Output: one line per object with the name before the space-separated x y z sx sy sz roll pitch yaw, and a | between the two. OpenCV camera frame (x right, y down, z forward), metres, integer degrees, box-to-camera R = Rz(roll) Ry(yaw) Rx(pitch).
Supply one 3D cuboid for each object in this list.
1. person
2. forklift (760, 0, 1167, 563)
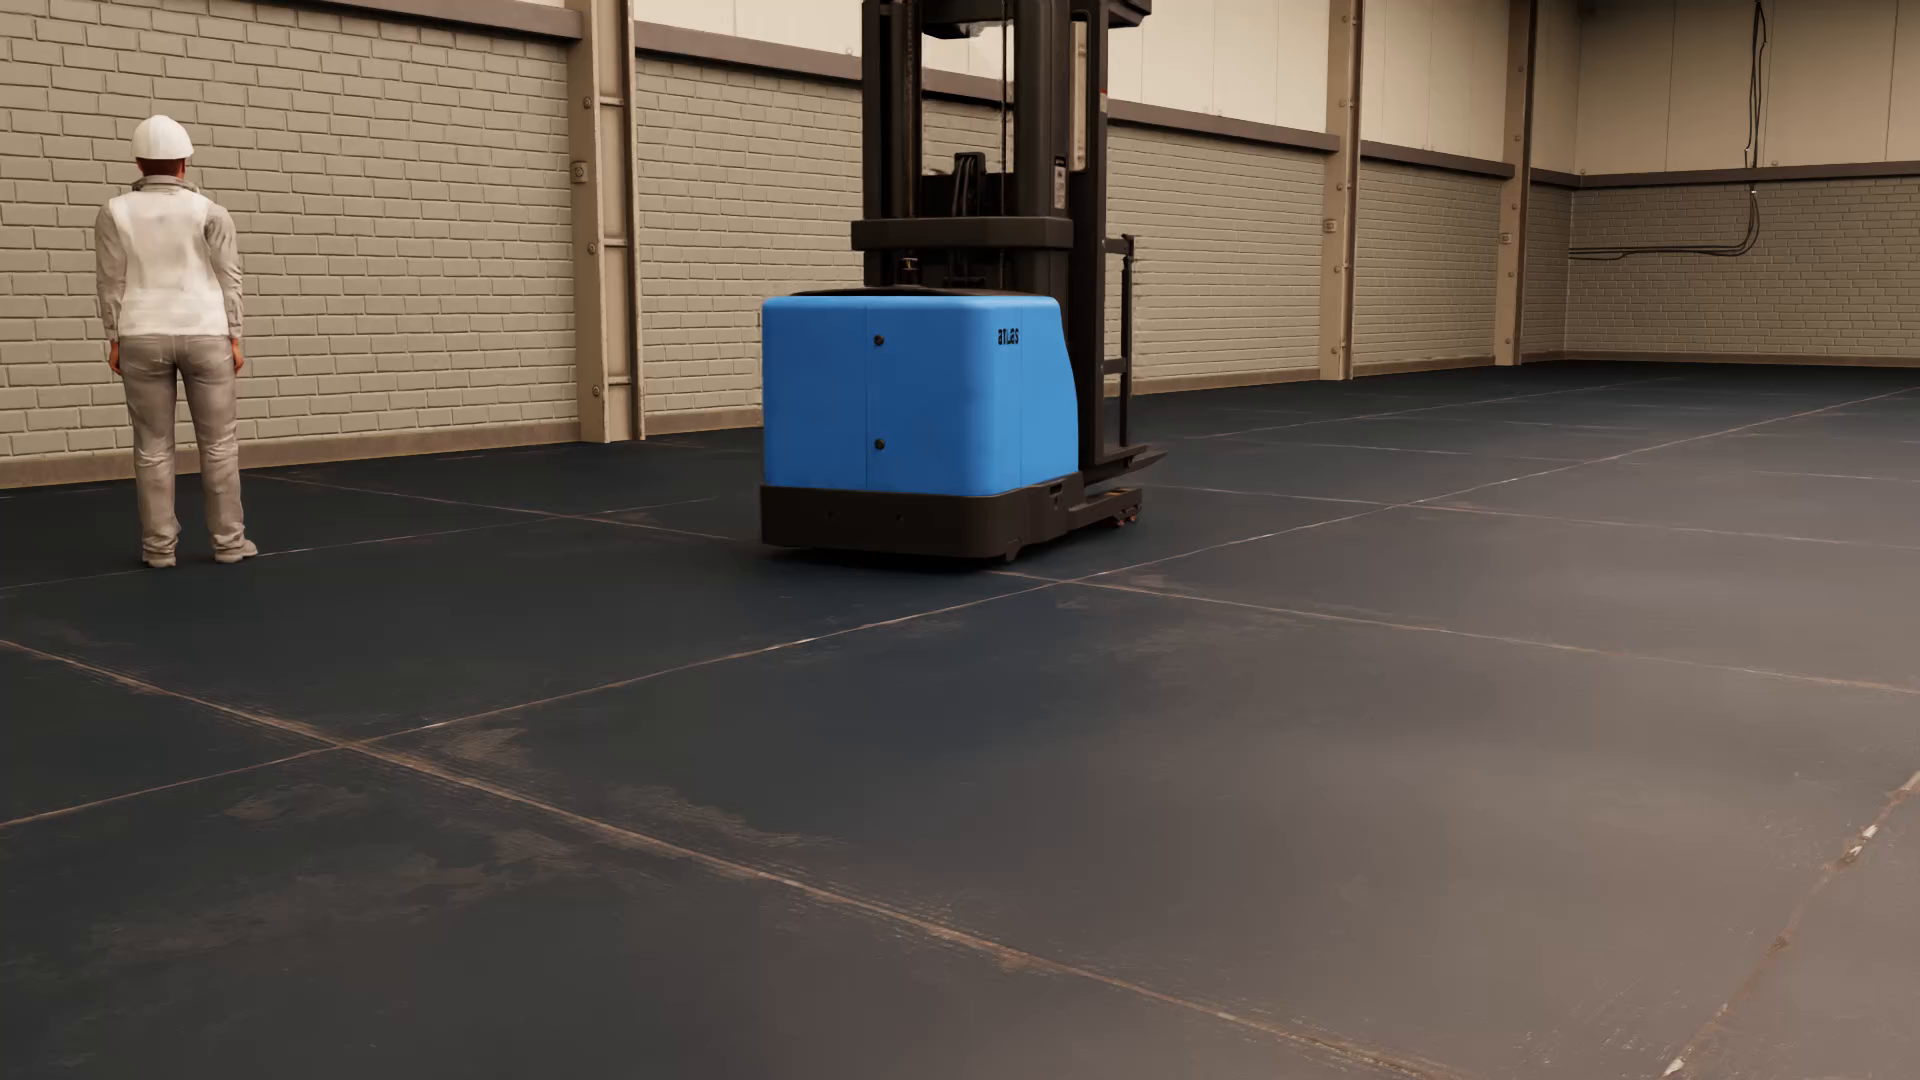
person | -3.147 -0.788 6.669 0.527 1.777 0.365 -3 9 -20
forklift | 0.232 -1.535 7.769 1.130 2.935 3.031 4 9 23
